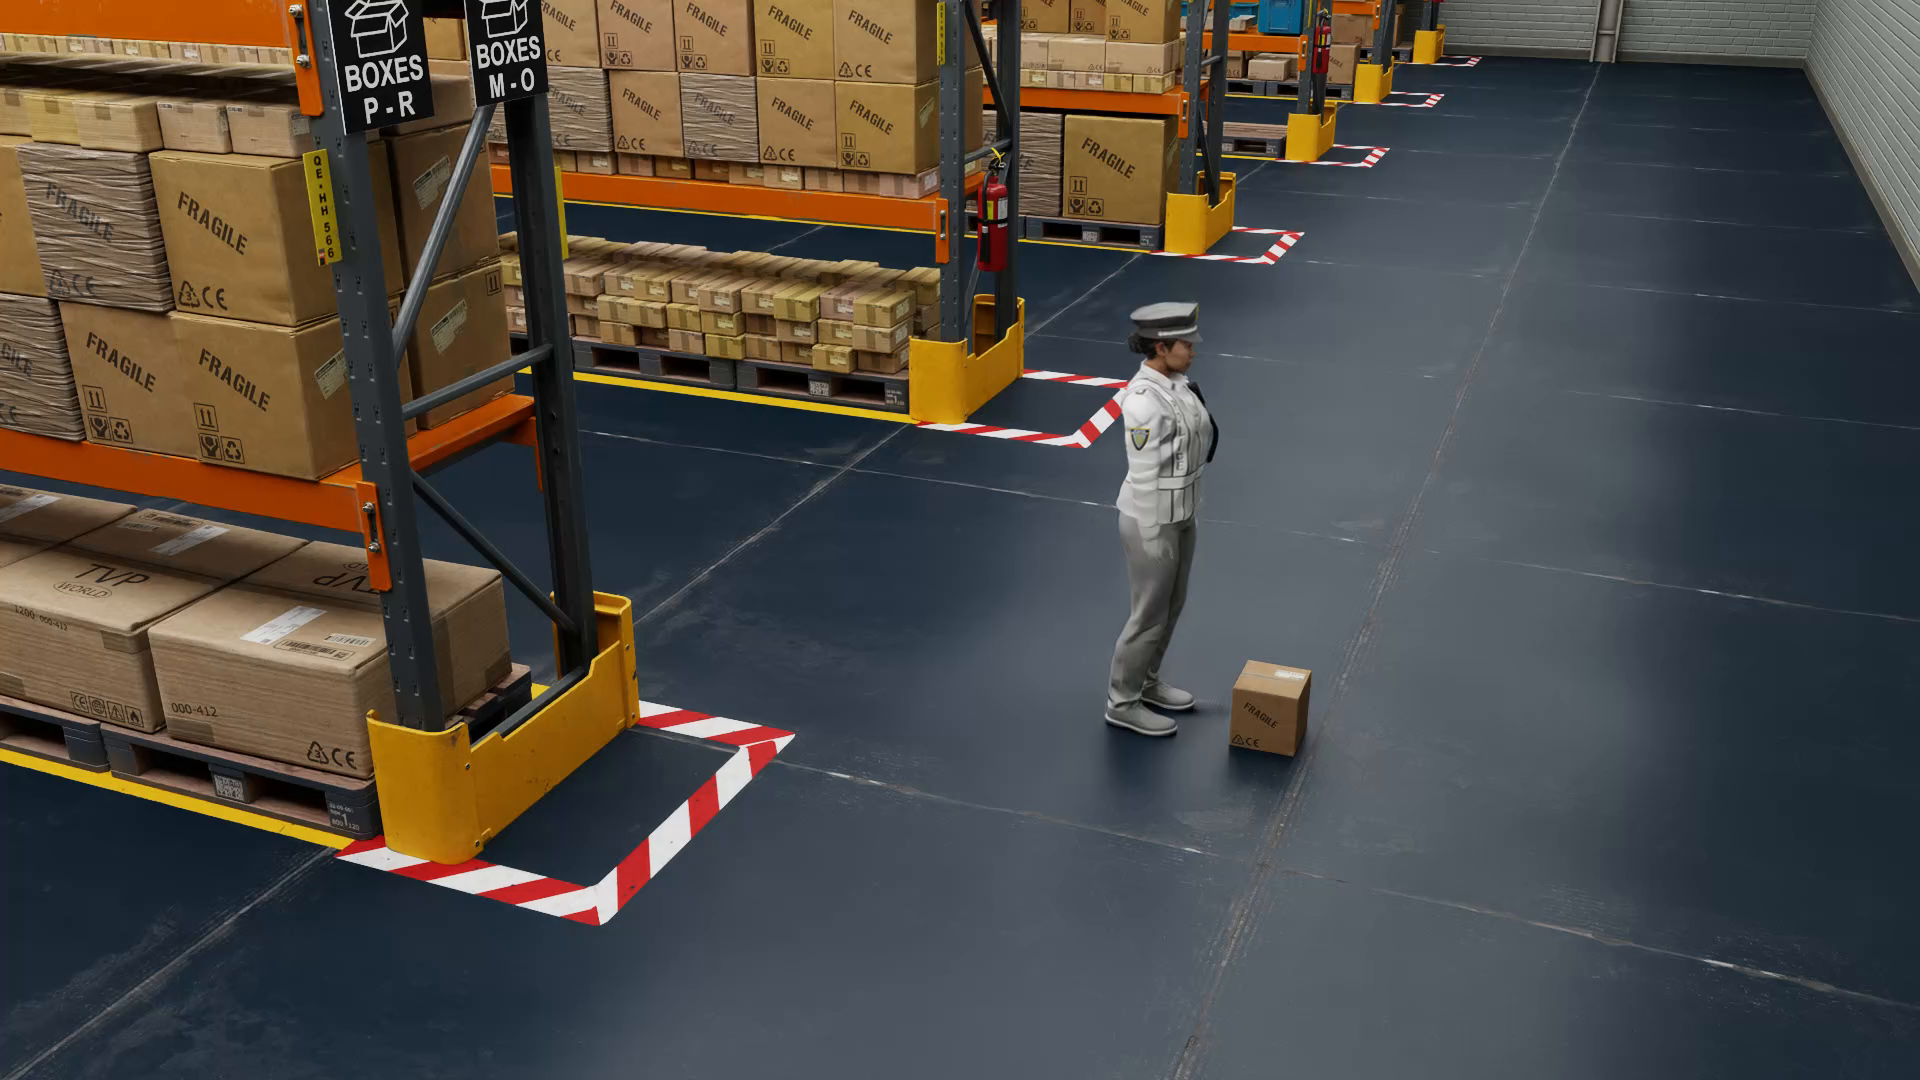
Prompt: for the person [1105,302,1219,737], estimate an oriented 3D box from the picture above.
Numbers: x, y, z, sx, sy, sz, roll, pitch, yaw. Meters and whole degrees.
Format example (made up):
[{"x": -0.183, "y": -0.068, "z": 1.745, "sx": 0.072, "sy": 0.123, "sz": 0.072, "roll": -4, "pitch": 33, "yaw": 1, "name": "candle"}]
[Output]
[{"x": 0.769, "y": -0.081, "z": 6.288, "sx": 0.329, "sy": 1.665, "sz": 0.467, "roll": 9, "pitch": 24, "yaw": 21, "name": "person"}]
